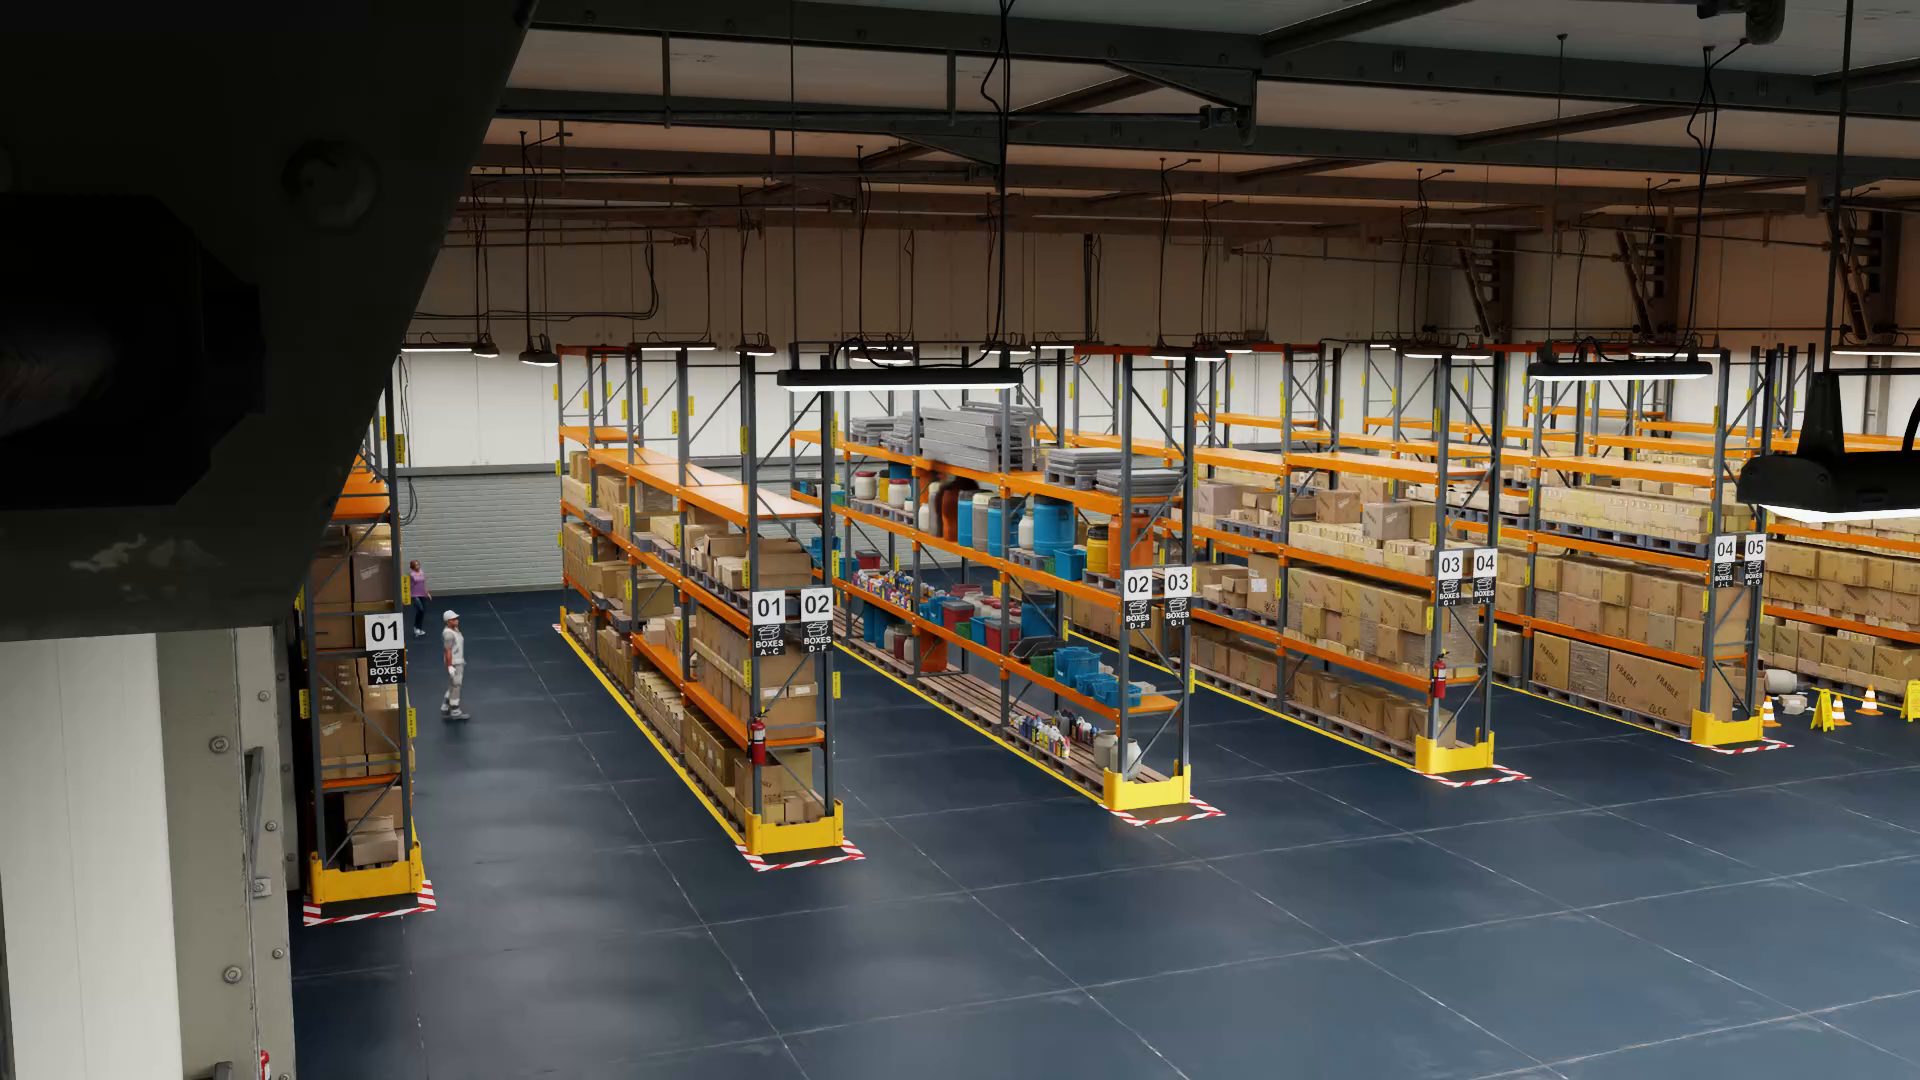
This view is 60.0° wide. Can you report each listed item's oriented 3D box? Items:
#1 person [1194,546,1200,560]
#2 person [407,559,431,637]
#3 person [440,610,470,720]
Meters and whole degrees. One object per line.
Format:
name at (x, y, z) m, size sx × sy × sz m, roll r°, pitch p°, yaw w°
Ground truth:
person at (5.808, 0.186, 41.552) m, size 0.734 × 1.734 × 0.587 m, roll -3°, pitch 8°, yaw -21°
person at (-11.152, 1.187, 34.253) m, size 0.488 × 1.604 × 0.468 m, roll 4°, pitch 9°, yaw 31°
person at (-8.188, 2.019, 26.901) m, size 0.447 × 1.793 × 0.572 m, roll -4°, pitch 8°, yaw -28°
